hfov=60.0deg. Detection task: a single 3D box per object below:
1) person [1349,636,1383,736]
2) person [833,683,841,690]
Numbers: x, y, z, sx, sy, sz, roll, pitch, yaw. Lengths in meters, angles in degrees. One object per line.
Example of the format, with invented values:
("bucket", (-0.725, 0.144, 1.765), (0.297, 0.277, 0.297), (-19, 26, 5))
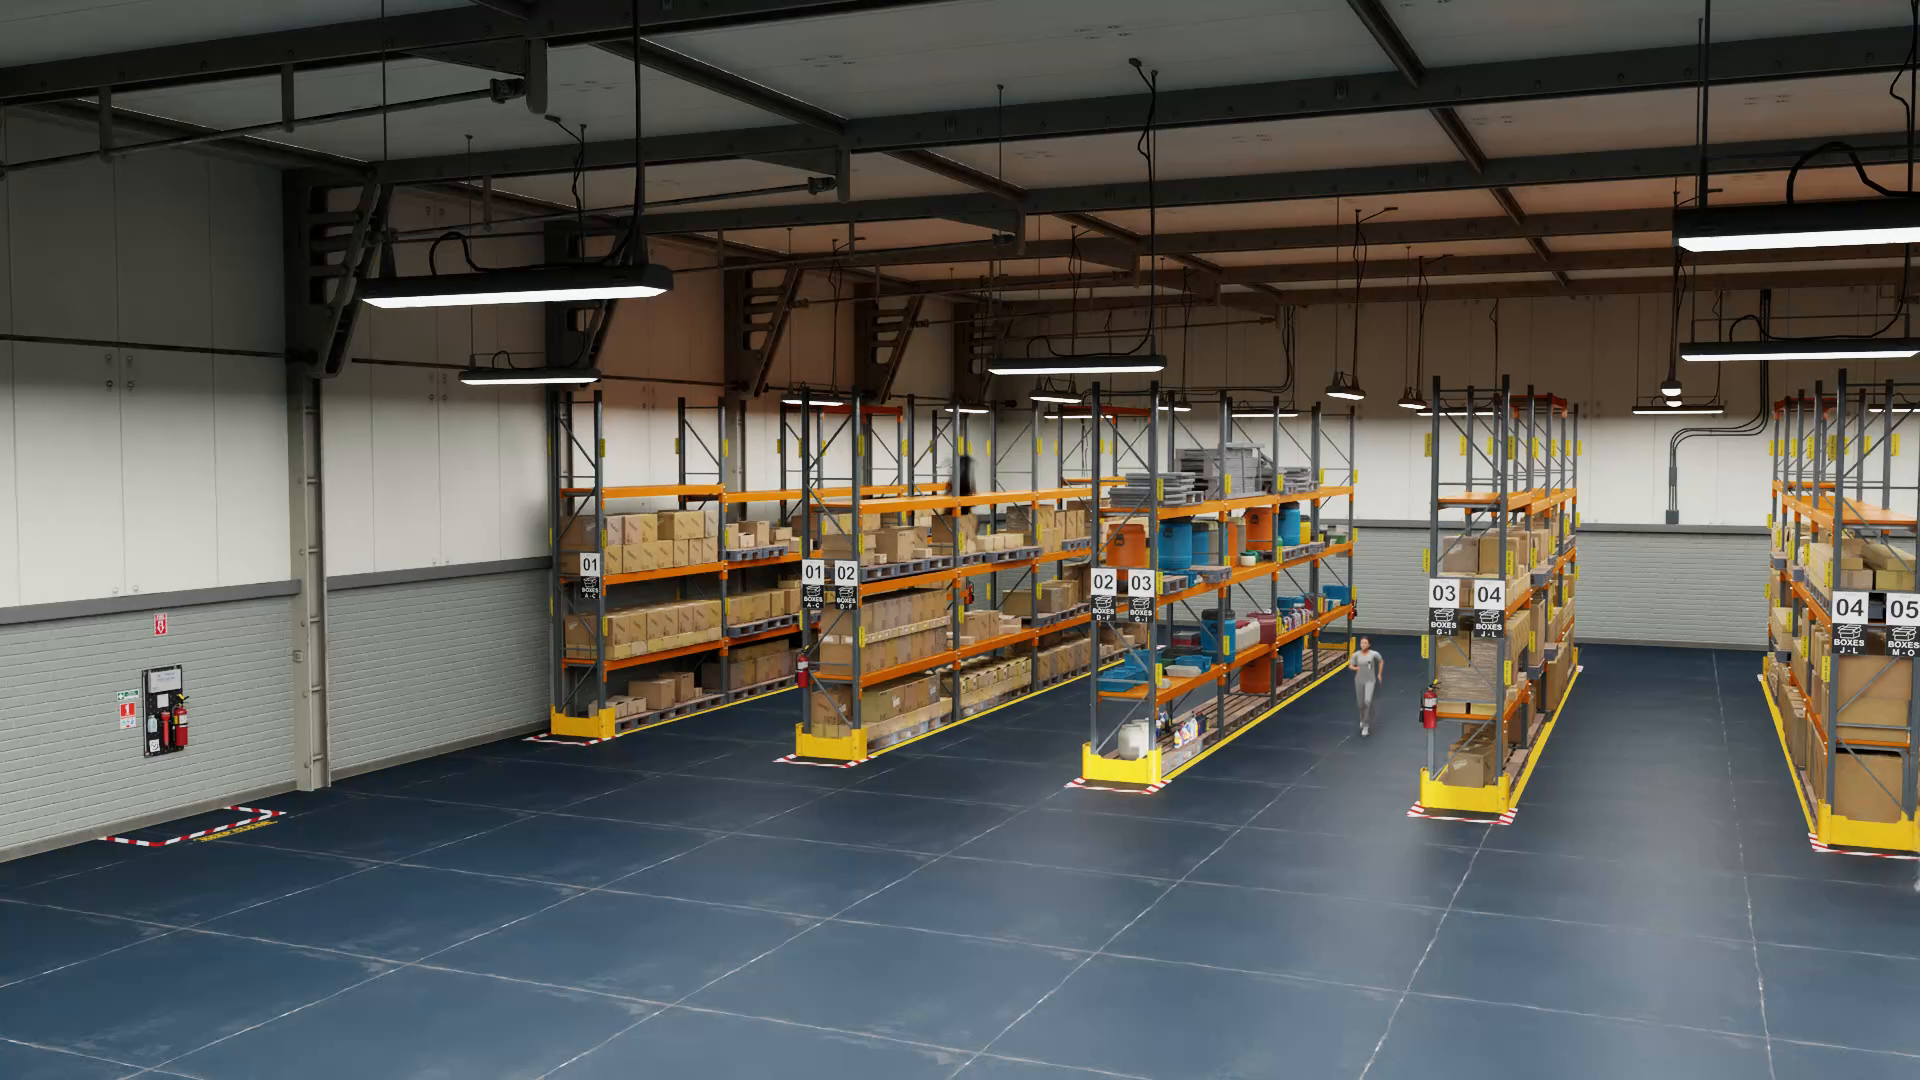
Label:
("person", (7.134, 2.540, 29.257), (0.556, 1.718, 0.853), (1, 3, 22))
("person", (-2.256, 2.426, 31.764), (0.643, 1.661, 0.556), (-1, 3, -18))
